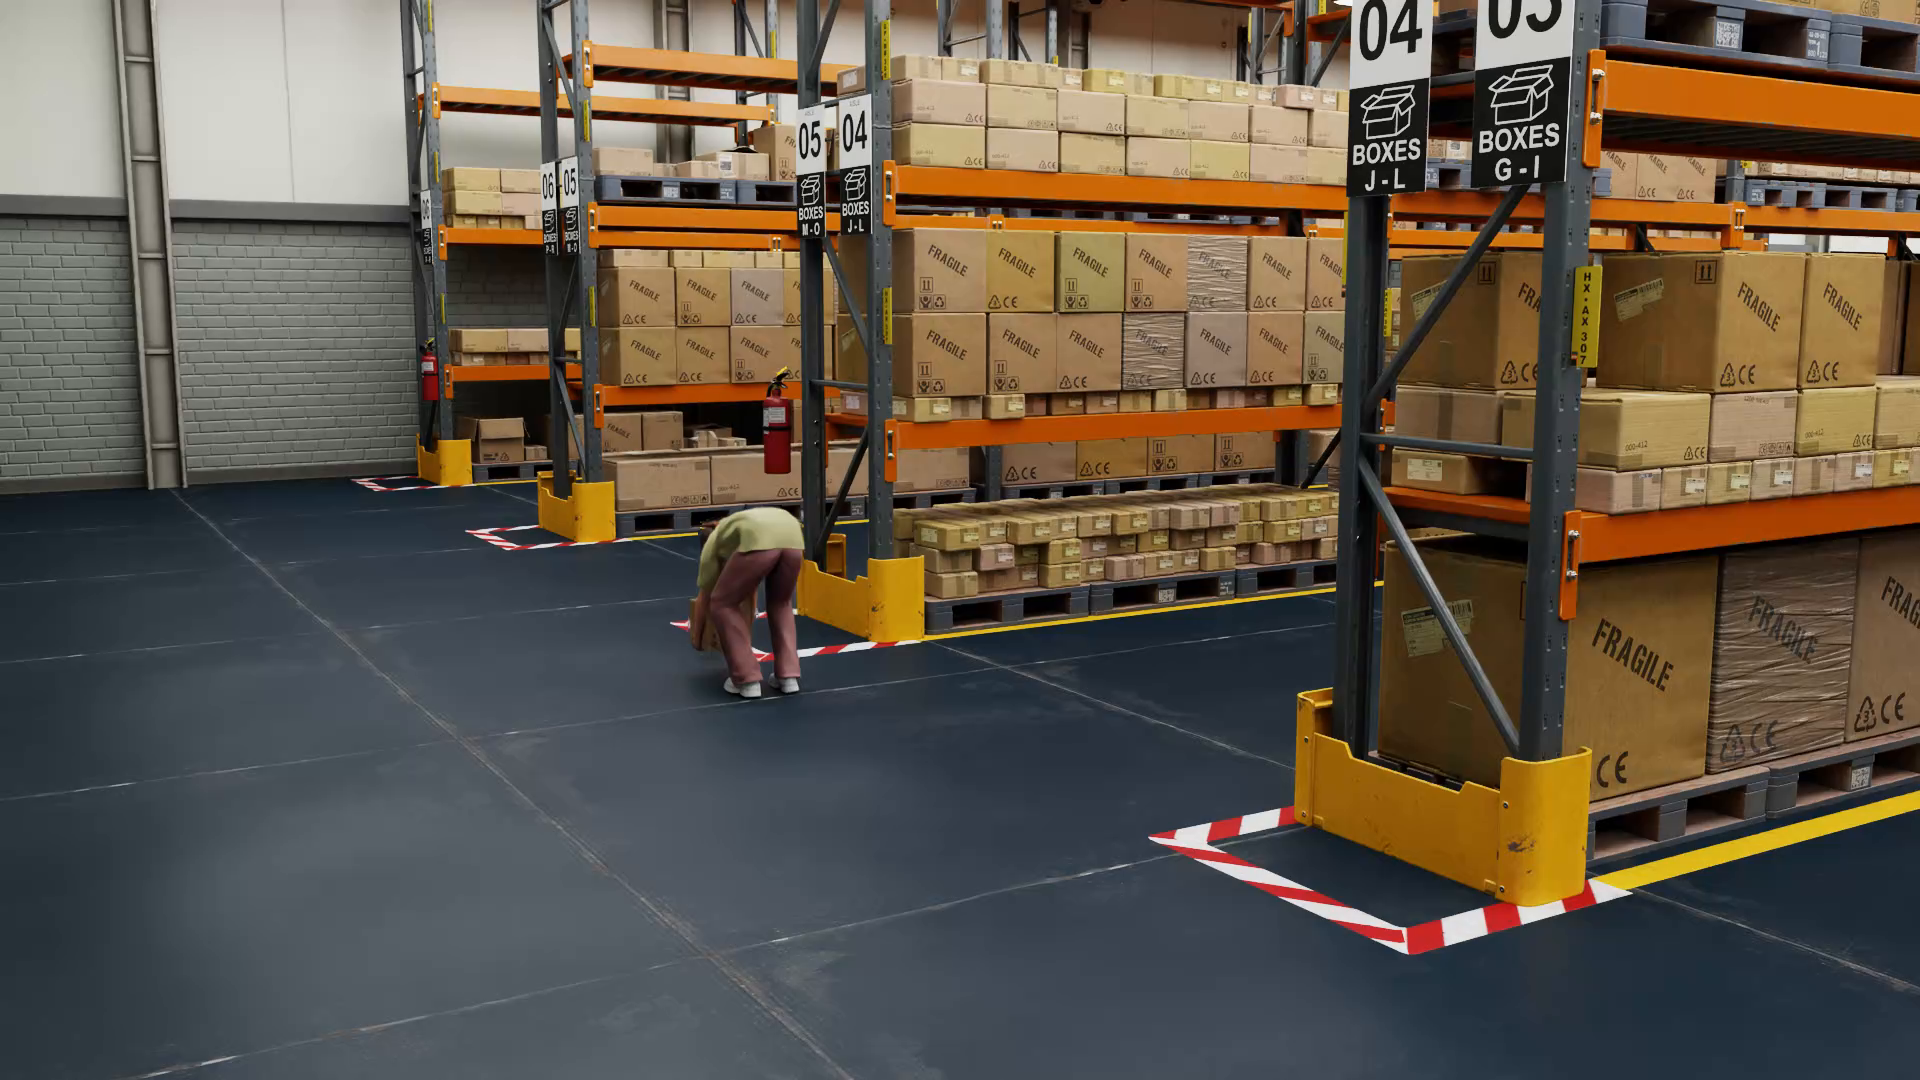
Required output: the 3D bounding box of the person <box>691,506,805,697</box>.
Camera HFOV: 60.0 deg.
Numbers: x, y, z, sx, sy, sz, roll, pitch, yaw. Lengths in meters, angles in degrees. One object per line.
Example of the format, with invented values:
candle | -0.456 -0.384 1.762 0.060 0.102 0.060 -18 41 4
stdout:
person | -1.128 0.320 8.783 0.457 0.913 0.856 -5 10 -33
